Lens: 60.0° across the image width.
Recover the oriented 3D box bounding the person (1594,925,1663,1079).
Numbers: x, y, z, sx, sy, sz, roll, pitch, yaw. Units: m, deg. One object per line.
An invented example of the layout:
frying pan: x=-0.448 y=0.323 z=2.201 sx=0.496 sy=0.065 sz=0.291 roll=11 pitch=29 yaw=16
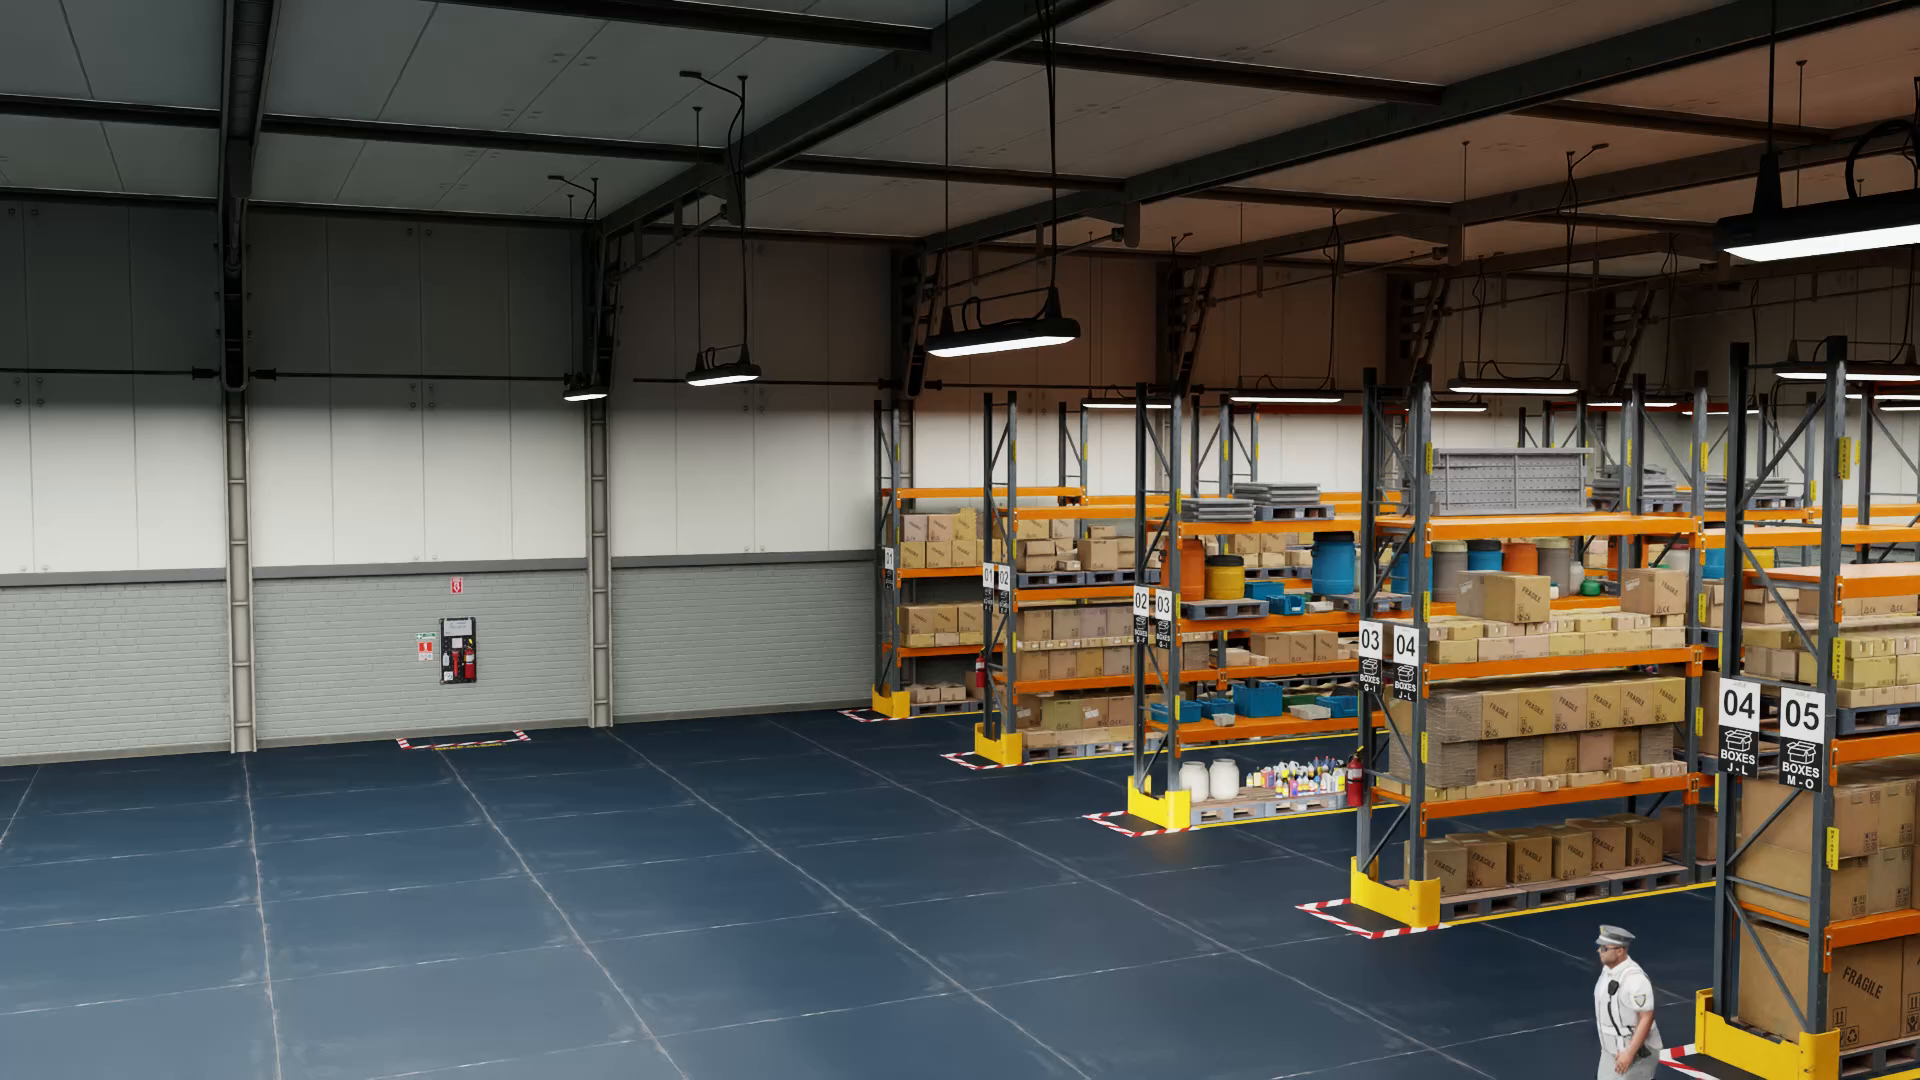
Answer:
person: x=4.878 y=3.615 z=11.871 sx=0.678 sy=1.730 sz=0.596 roll=0 pitch=3 yaw=-4
